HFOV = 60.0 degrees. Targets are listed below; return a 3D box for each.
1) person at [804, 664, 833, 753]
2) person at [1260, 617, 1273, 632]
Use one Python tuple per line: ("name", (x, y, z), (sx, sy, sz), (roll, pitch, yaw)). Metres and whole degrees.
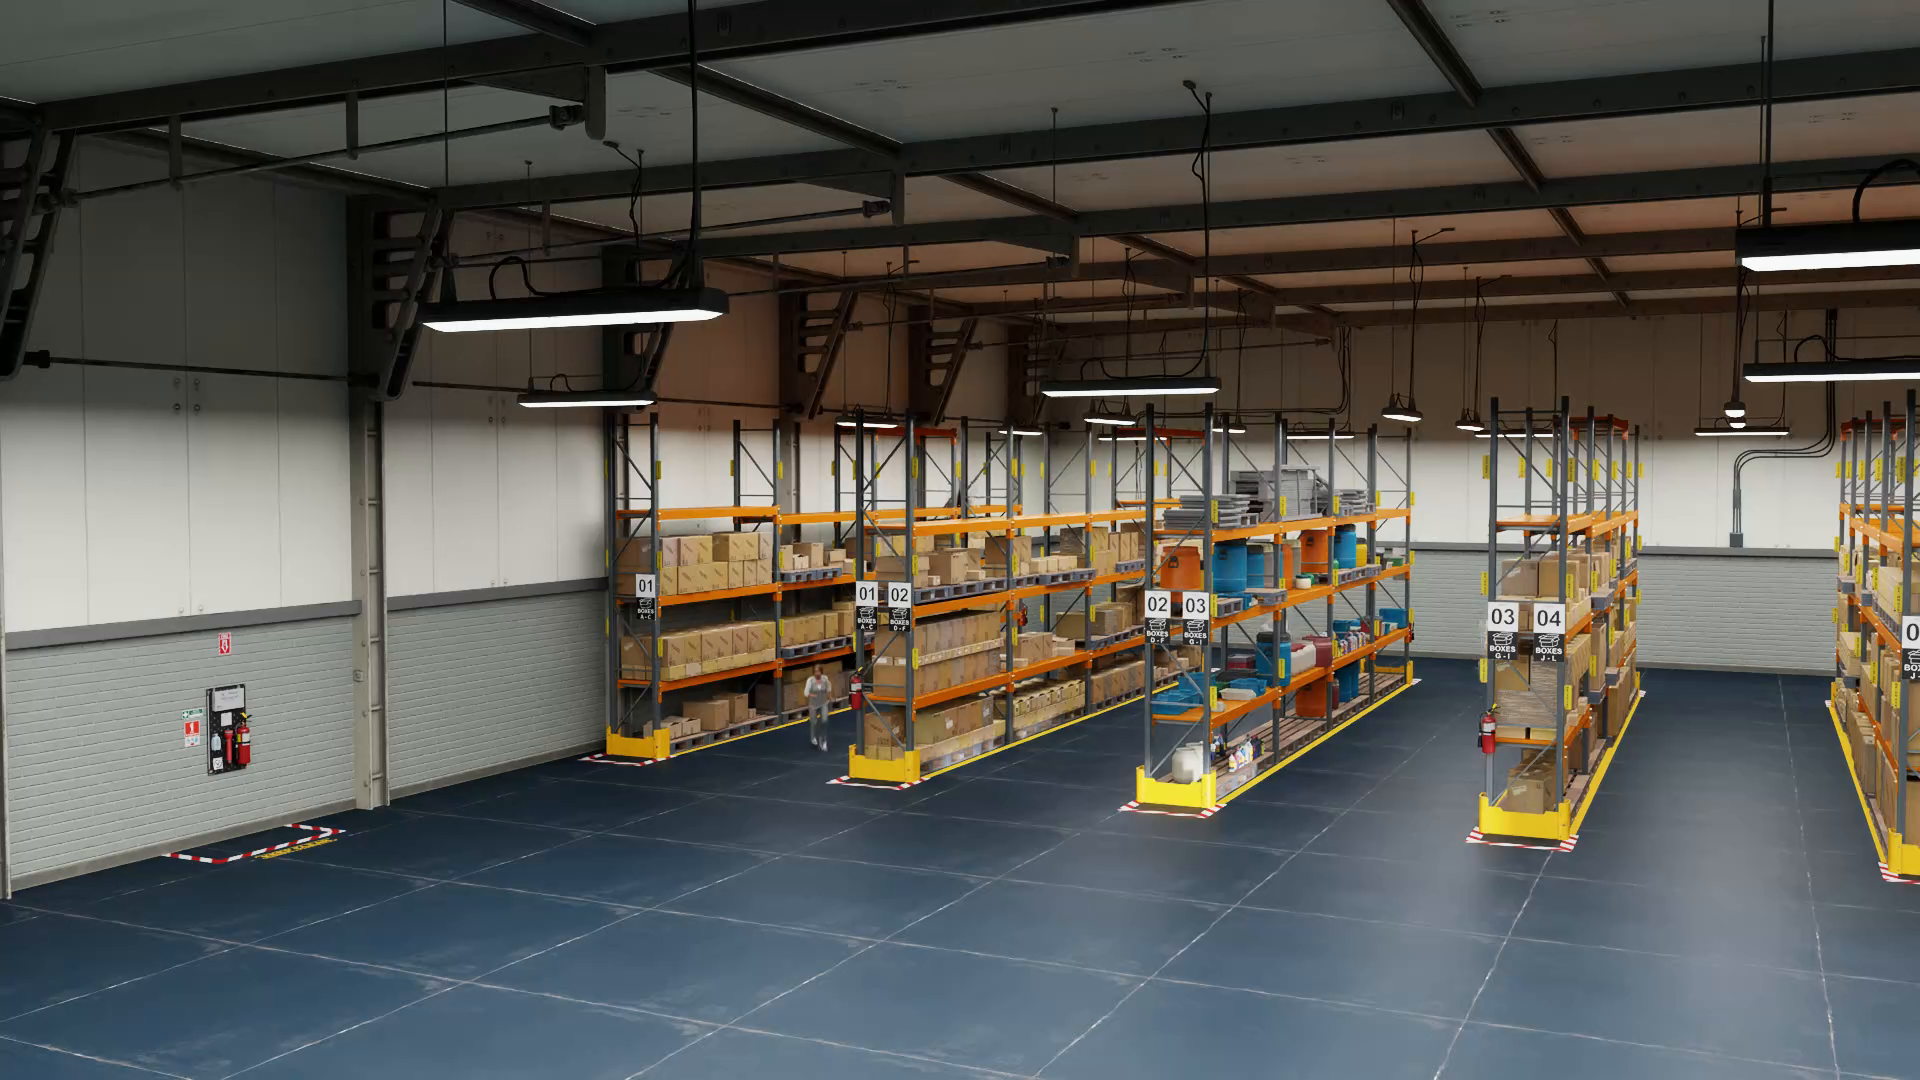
("person", (-2.521, 2.978, 29.625), (0.539, 1.567, 0.915), (0, 2, -9))
("person", (7.392, 2.602, 39.260), (0.617, 1.613, 0.956), (1, 3, 23))
